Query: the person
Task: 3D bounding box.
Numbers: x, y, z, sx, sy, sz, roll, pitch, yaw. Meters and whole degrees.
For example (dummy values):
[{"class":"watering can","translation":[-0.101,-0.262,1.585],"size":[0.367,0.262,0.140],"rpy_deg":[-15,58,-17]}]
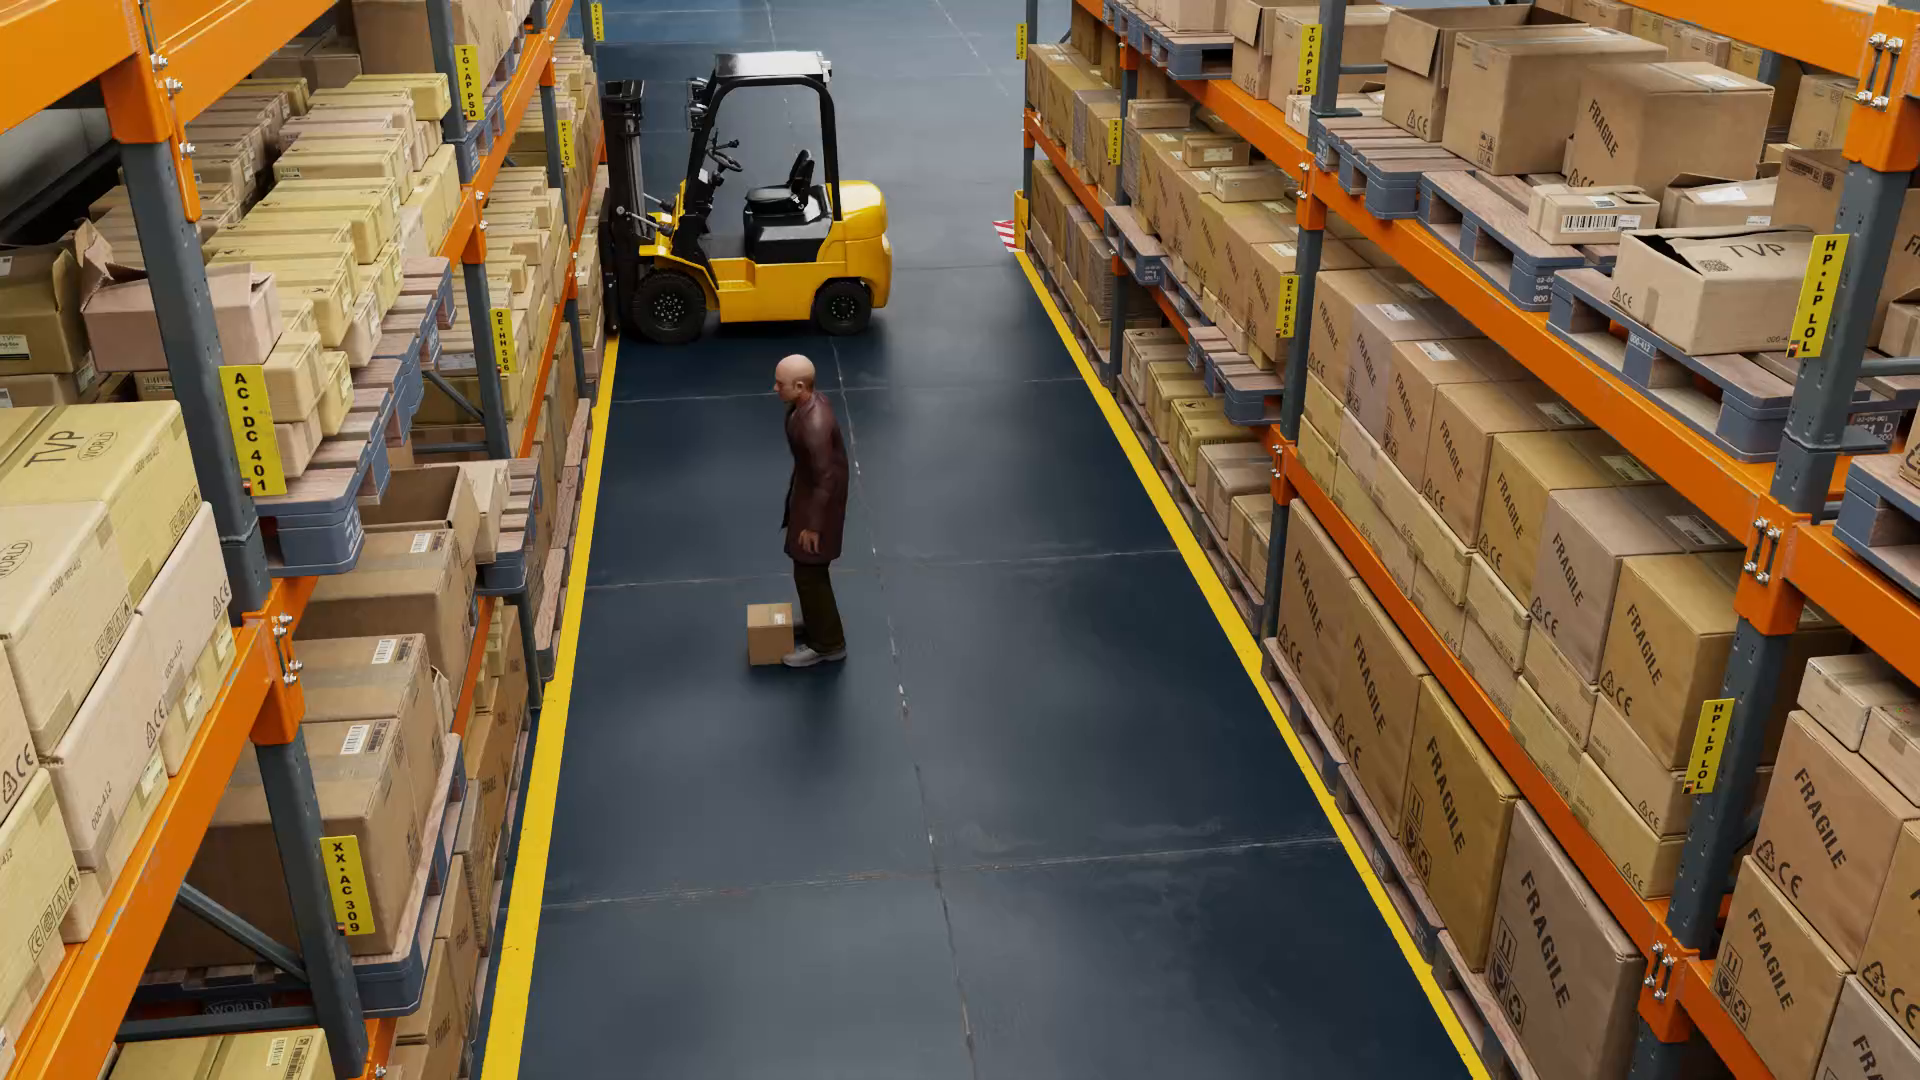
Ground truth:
[{"class":"person","translation":[-0.815,-0.170,8.969],"size":[0.409,1.774,0.643],"rpy_deg":[-5,27,-10]}]
